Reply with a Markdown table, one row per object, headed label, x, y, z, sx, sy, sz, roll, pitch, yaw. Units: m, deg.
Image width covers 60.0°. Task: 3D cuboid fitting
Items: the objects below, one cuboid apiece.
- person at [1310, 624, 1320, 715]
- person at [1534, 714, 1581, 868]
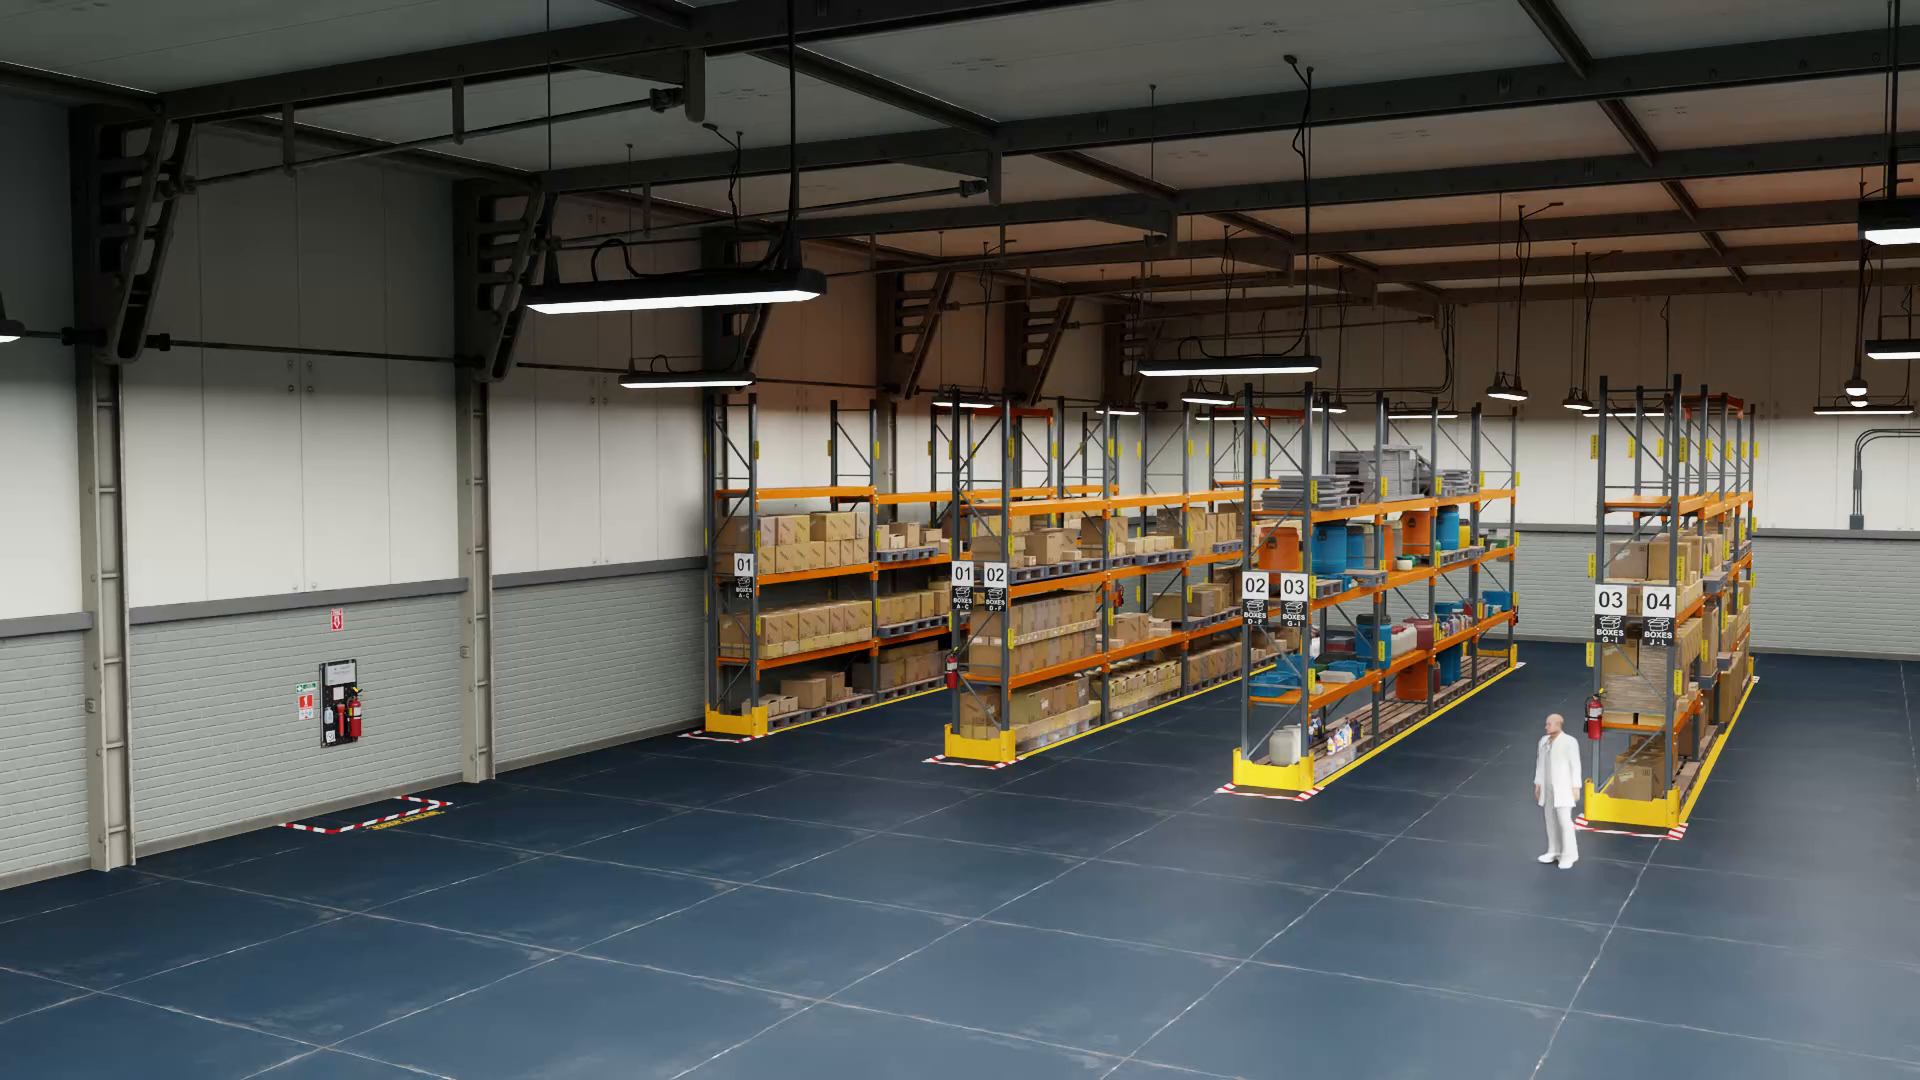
| label | x | y | z | sx | sy | sz | roll | pitch | yaw |
| --- | --- | --- | --- | --- | --- | --- | --- | --- | --- |
| person | 6.722 | 2.461 | 31.586 | 0.390 | 1.724 | 0.470 | 0 | 3 | 0 |
| person | 7.212 | 3.034 | 20.186 | 0.404 | 1.833 | 0.634 | -2 | 4 | -28 |
